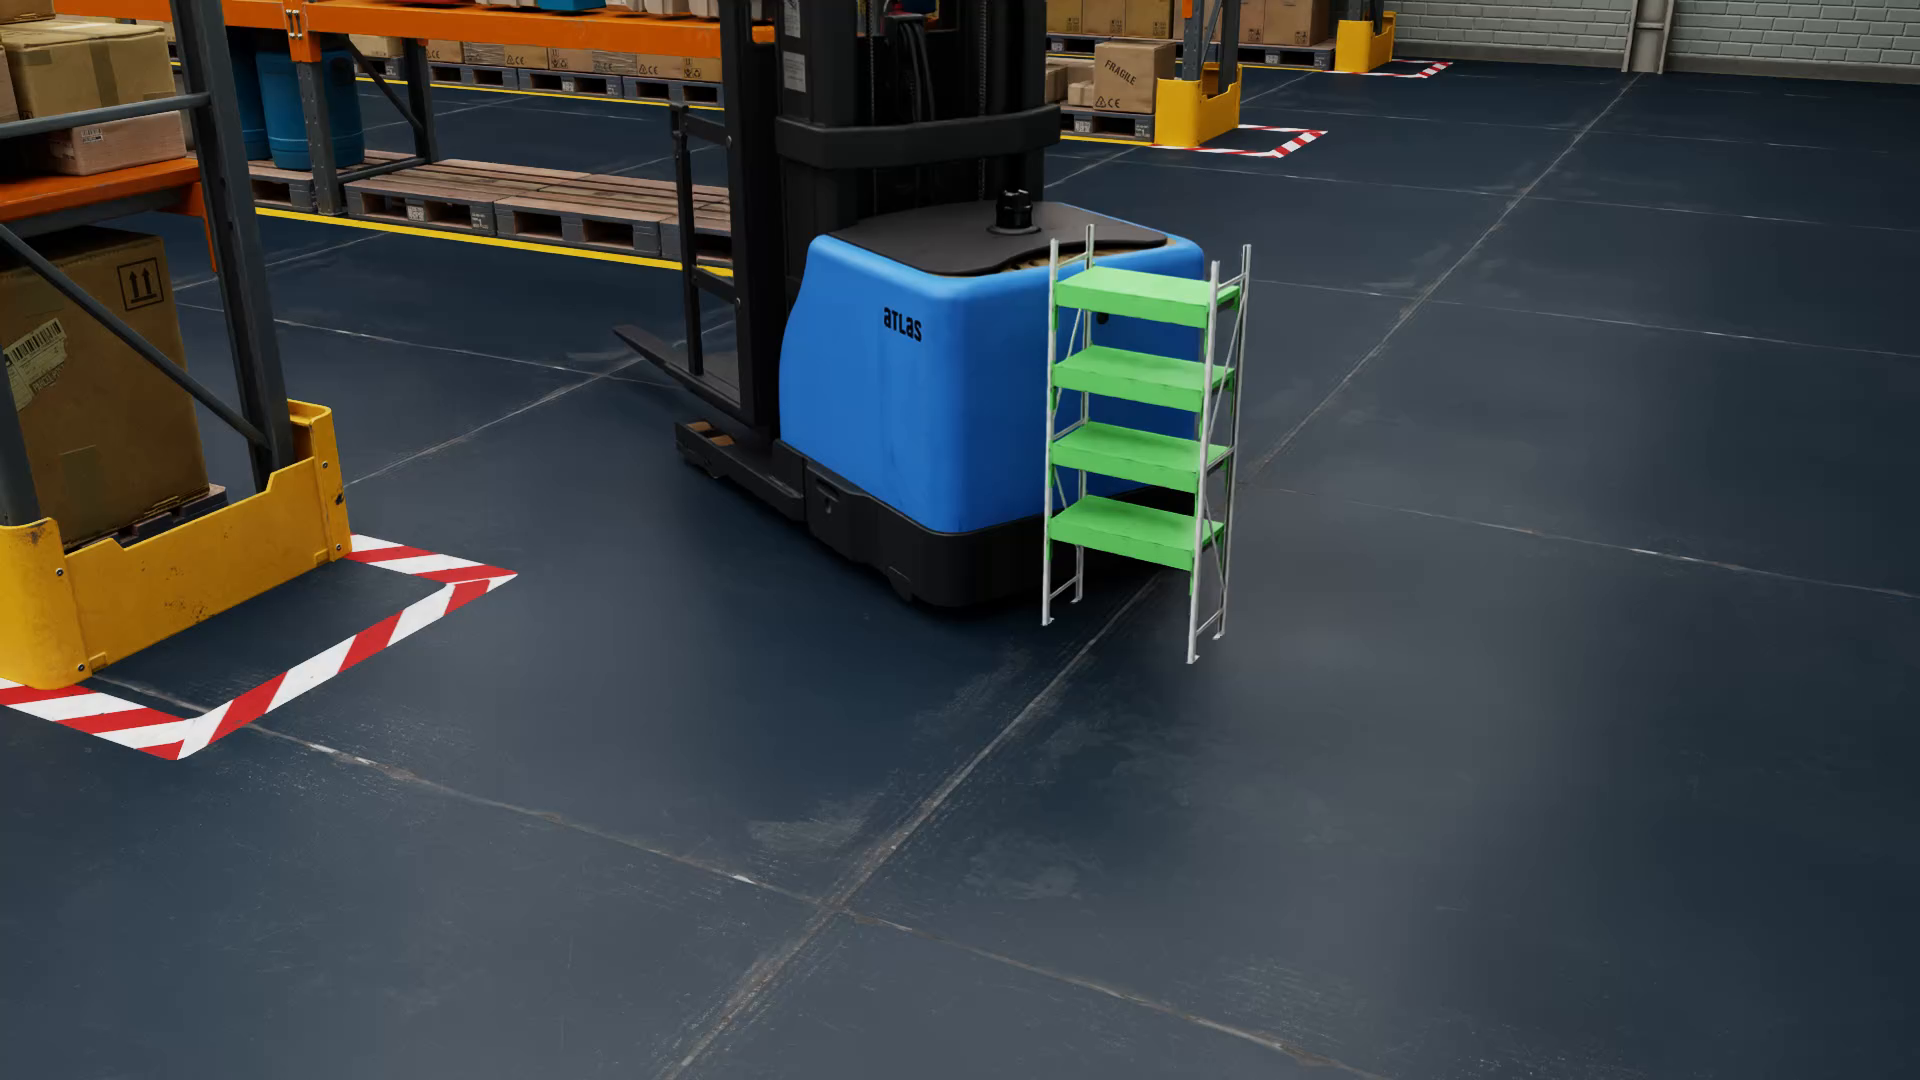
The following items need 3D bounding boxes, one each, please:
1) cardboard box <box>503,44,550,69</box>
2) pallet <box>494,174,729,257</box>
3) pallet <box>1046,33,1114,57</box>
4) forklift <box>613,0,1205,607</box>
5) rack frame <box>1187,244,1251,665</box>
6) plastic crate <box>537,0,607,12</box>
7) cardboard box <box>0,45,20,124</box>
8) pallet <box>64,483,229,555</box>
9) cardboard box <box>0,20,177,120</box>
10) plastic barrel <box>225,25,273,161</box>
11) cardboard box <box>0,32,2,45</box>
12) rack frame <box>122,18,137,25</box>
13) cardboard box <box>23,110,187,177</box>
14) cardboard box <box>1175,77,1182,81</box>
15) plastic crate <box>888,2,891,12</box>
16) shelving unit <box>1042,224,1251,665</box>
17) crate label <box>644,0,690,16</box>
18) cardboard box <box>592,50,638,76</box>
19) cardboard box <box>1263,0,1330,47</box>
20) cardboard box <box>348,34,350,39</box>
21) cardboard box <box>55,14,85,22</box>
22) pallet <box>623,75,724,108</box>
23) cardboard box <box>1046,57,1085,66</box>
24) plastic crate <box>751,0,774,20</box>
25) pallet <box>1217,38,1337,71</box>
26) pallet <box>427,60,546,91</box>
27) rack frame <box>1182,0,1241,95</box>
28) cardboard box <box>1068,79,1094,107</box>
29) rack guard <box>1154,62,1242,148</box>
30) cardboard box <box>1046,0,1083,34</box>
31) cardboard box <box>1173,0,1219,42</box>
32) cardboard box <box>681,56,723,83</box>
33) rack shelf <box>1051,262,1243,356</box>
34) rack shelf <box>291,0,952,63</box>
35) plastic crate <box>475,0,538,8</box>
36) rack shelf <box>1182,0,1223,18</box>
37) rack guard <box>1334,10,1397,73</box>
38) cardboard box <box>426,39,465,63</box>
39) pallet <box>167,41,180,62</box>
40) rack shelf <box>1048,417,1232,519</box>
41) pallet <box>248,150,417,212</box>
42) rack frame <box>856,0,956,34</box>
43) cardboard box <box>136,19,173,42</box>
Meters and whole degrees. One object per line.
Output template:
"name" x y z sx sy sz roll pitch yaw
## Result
"cardboard box" -3.959 -4.744 15.705 0.500 0.500 0.500 11 25 24
"pallet" -2.053 -2.003 10.190 1.213 0.211 1.003 11 25 25
"pallet" 1.294 -5.633 18.725 1.213 0.211 1.003 11 25 25
"forklift" -0.442 -1.669 5.929 1.130 2.935 3.031 -14 27 -30
"rack frame" 0.738 -0.227 4.750 0.015 1.200 0.240 14 27 29
"plastic crate" -2.198 -3.135 9.426 0.300 0.233 0.416 11 25 25
"cardboard box" -3.037 -1.242 4.649 0.500 0.250 0.500 11 25 24
"pallet" -3.233 -0.012 5.508 1.213 0.211 1.003 11 25 25
"cardboard box" -2.791 -1.428 5.087 0.500 0.250 0.500 10 25 23
"plastic barrel" -4.929 -3.072 11.286 0.708 0.901 0.600 11 25 25
"cardboard box" -3.038 -1.588 4.506 0.500 0.500 0.500 12 26 25
"rack frame" -8.721 -6.759 17.811 0.127 3.000 1.000 11 25 25
"cardboard box" -2.653 -1.244 5.162 0.250 0.149 0.380 12 26 25
"cardboard box" 1.770 -3.725 13.757 0.250 0.149 0.380 11 25 25
"plastic crate" -0.633 -2.949 8.729 0.499 0.435 0.616 11 25 25
"shelving unit" 0.530 -0.277 4.868 0.503 1.200 0.258 14 27 29
"crate label" -1.571 -2.995 9.220 0.243 0.136 0.396 11 25 25
"cardboard box" -3.036 -4.565 15.283 0.500 0.500 0.500 12 26 25
"cardboard box" 3.550 -5.503 17.514 0.500 0.500 0.700 11 25 25
"cardboard box" -6.192 -5.078 16.836 0.500 0.250 0.500 11 25 24
"cardboard box" -9.675 -5.785 18.496 0.500 0.250 0.500 11 25 25
"pallet" -2.324 -4.194 15.342 1.213 0.211 1.003 11 25 25
"cardboard box" 0.739 -3.949 14.155 0.500 0.250 0.500 11 25 25
"plastic crate" -1.059 -2.898 8.992 0.243 0.136 0.396 11 25 25
"pallet" 3.471 -5.202 17.712 1.213 0.211 1.003 11 25 25
"pallet" -4.502 -4.625 16.355 1.213 0.211 1.003 11 25 25
"rack frame" 1.988 -4.640 12.829 0.127 3.000 1.000 11 25 25
"cardboard box" 1.071 -3.652 13.563 0.250 0.166 0.380 11 25 25
"rack guard" 1.921 -3.504 13.350 0.348 0.500 1.175 11 25 25
"cardboard box" 1.272 -5.953 18.572 0.500 0.500 0.700 12 26 25
"cardboard box" 2.655 -5.680 17.930 0.500 0.500 0.700 10 25 23
"cardboard box" -2.151 -4.386 14.862 0.500 0.500 0.500 11 25 24
"rack shelf" 0.530 -0.660 4.705 0.480 0.148 0.258 14 27 29
"rack shelf" -2.035 -2.933 9.734 4.000 0.370 1.077 11 25 25
"plastic crate" -2.540 -3.257 9.649 0.530 0.282 0.437 11 25 25
"rack shelf" 0.204 -4.663 13.800 4.000 0.370 1.077 11 25 25
"rack guard" 4.242 -5.217 17.378 0.348 0.500 1.175 11 25 25
"cardboard box" -4.874 -4.925 16.130 0.500 0.500 0.500 12 26 27
"pallet" -8.046 -5.360 18.083 1.213 0.211 1.003 11 25 25
"rack shelf" 0.530 -0.218 4.893 0.480 0.148 0.258 14 27 29
"pallet" -4.489 -2.485 11.324 1.213 0.211 1.003 11 25 25
"rack frame" -0.250 -2.911 8.762 0.127 3.000 1.000 11 25 25
"cardboard box" -8.472 -5.530 17.896 0.500 0.250 0.500 11 25 23
